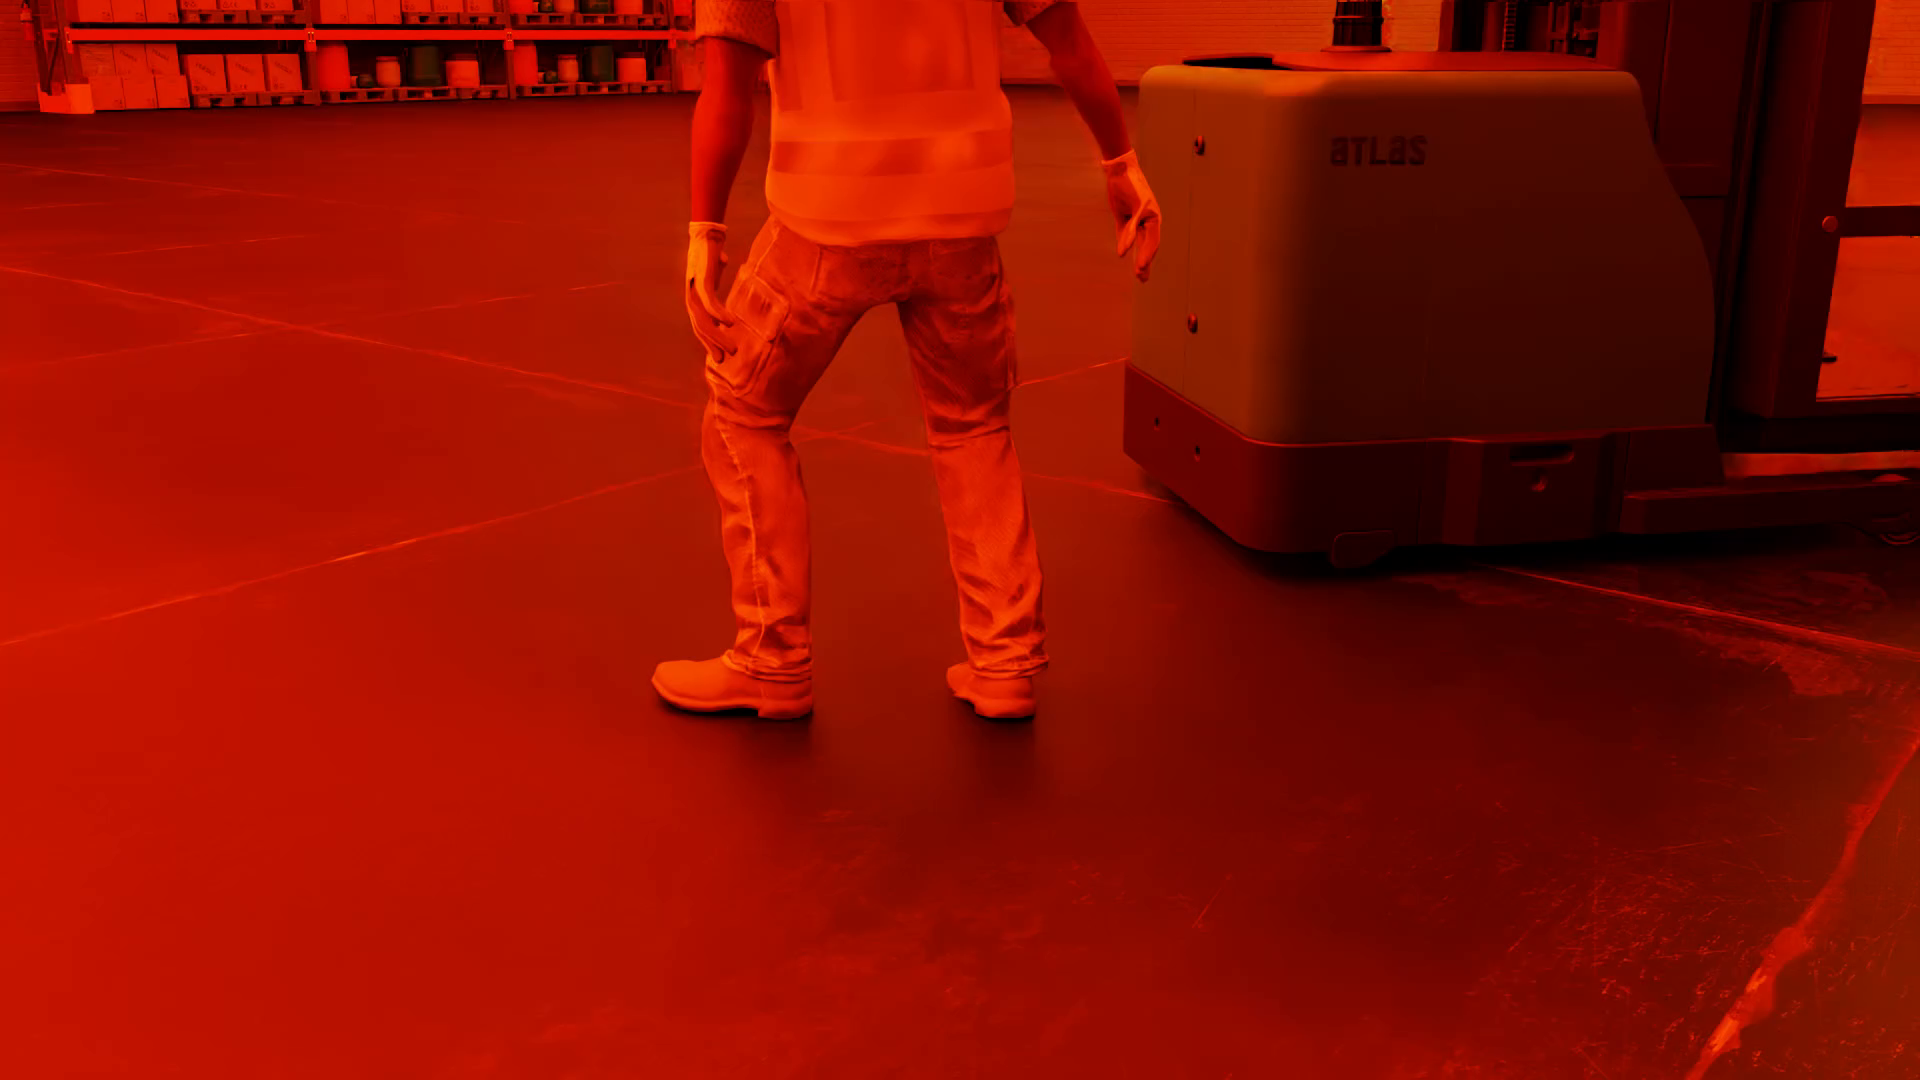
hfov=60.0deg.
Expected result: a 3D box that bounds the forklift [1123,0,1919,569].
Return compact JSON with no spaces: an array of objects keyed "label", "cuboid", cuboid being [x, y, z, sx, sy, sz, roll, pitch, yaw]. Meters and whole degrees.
[{"label":"forklift","cuboid":[2.009,-1.536,3.956,3.031,2.935,1.130,-3,17,-11]}]

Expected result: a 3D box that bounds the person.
[{"label":"person","cuboid":[-0.103,-0.539,2.821,0.905,1.749,0.473,-5,18,-16]}]
